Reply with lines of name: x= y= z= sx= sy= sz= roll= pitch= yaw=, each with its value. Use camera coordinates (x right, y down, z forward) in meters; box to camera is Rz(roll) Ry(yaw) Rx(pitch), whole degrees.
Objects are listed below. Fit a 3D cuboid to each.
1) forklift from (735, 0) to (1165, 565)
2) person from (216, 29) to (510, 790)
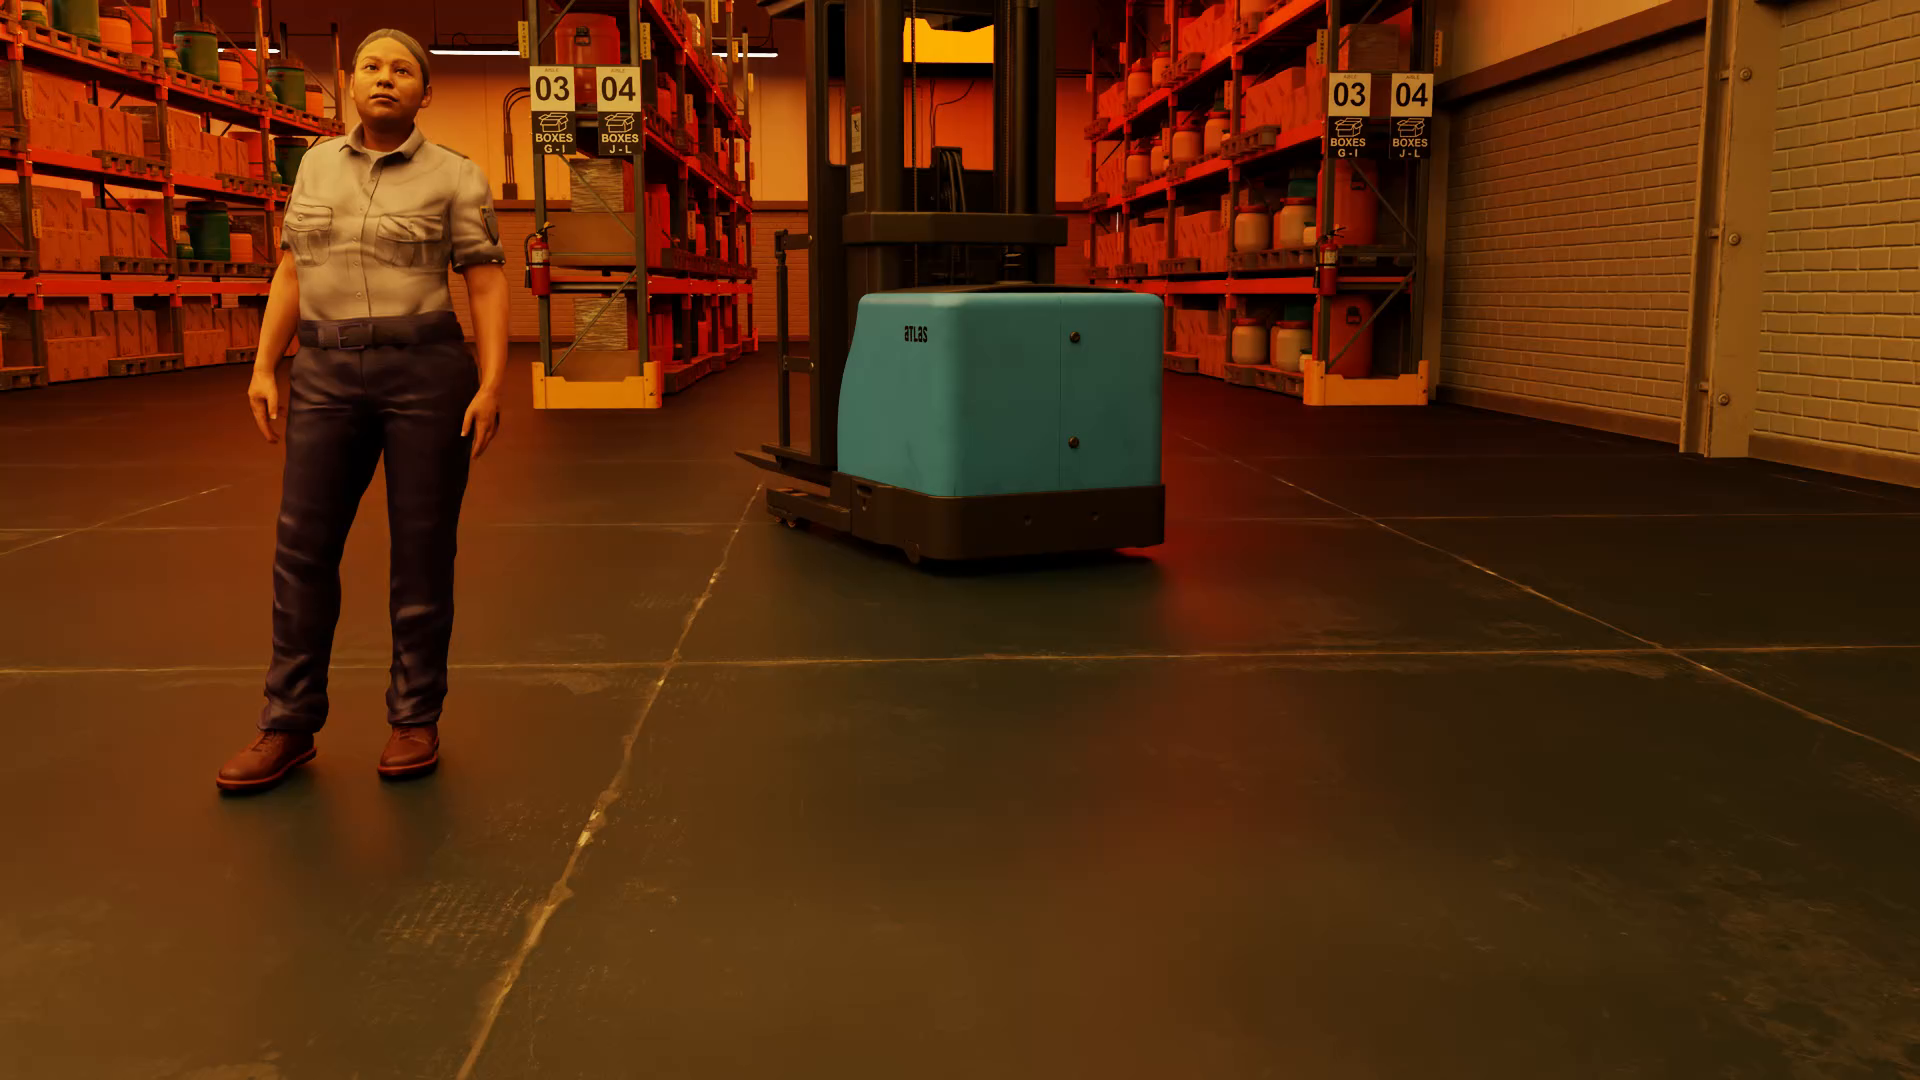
forklift: x=-0.264 y=-1.530 z=7.637 sx=1.130 sy=2.935 sz=3.031 roll=-4 pitch=9 yaw=-25
person: x=-1.327 y=-0.305 z=3.702 sx=0.598 sy=1.651 sz=0.504 roll=0 pitch=8 yaw=0
